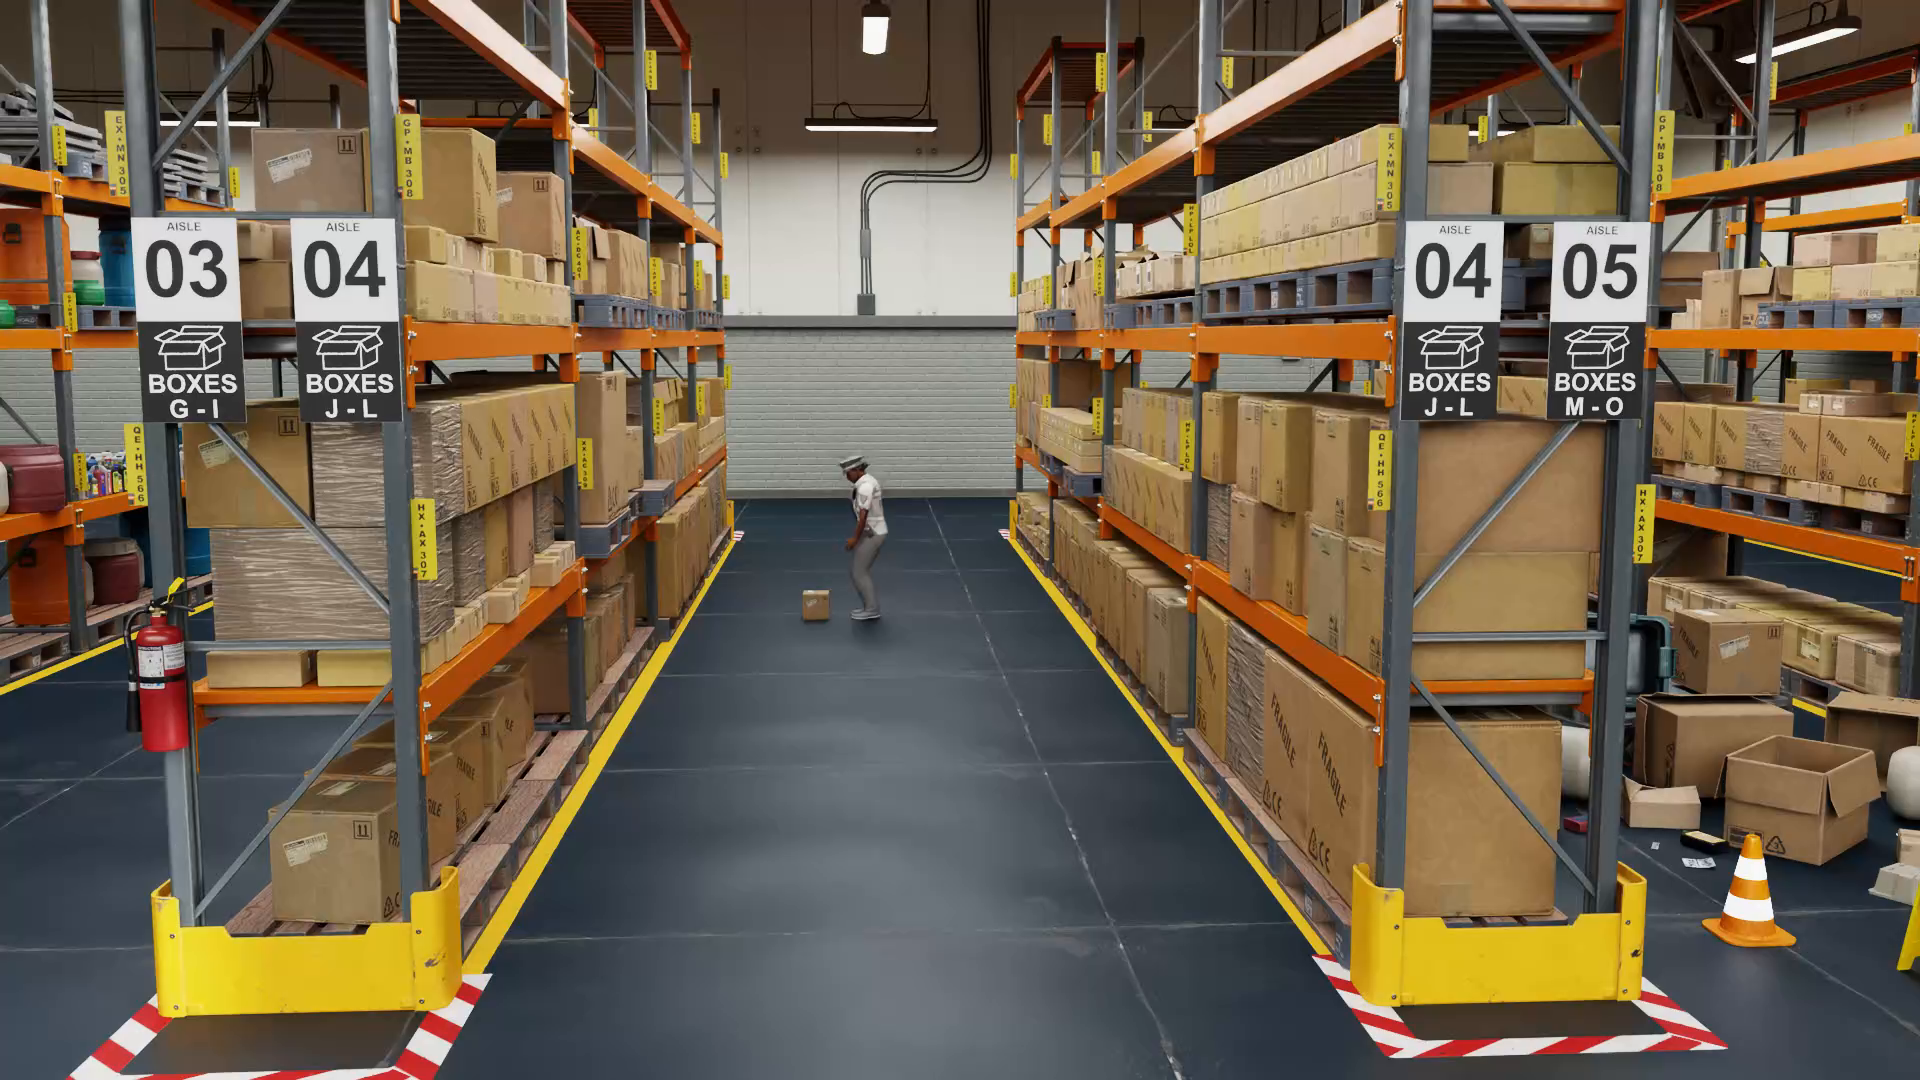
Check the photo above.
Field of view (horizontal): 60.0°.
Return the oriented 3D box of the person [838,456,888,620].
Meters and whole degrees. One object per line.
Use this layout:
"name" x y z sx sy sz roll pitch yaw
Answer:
"person" -0.942 -0.025 16.260 0.480 1.604 0.465 0 7 -2
